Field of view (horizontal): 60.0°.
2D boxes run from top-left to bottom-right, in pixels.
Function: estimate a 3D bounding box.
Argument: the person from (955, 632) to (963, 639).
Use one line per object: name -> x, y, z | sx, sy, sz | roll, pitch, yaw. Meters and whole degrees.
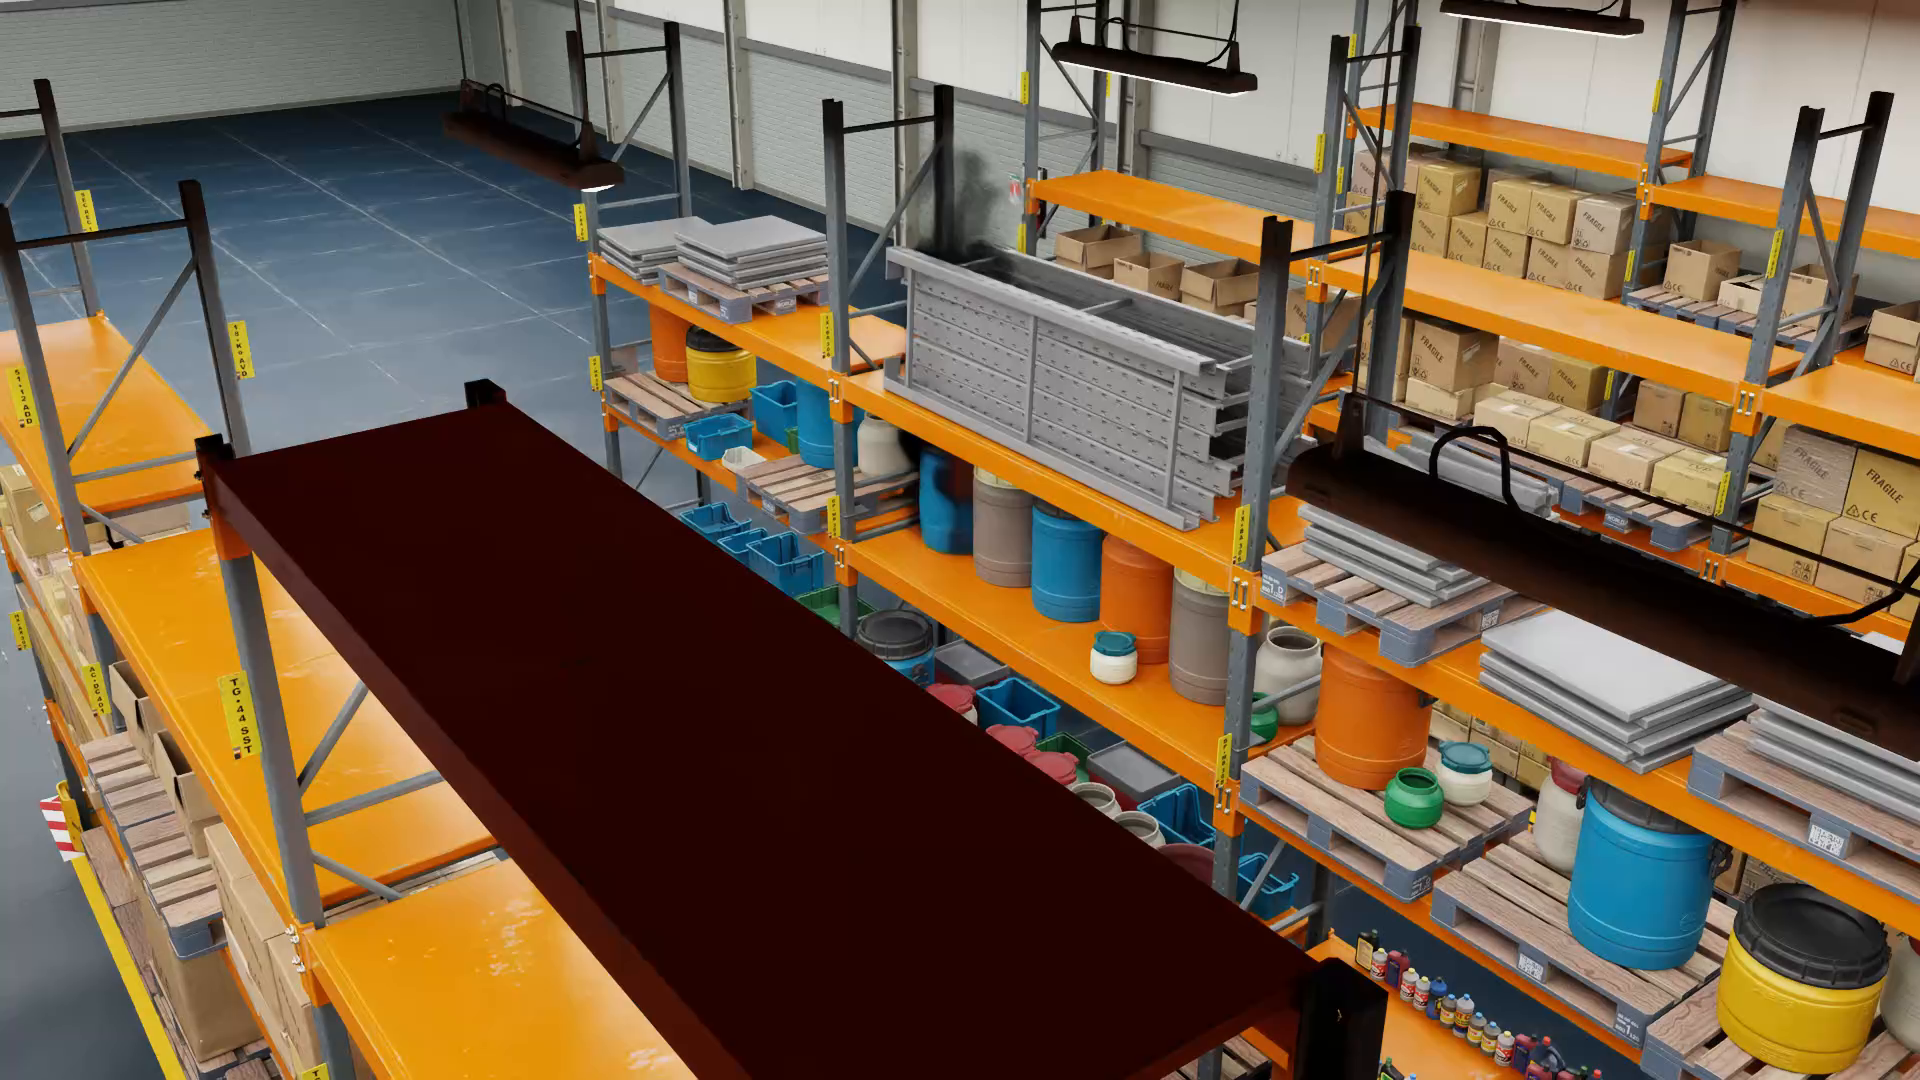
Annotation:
person -> 0.156, 0.499, 15.872 | 0.701, 1.732, 0.680 | -22, 32, -39
